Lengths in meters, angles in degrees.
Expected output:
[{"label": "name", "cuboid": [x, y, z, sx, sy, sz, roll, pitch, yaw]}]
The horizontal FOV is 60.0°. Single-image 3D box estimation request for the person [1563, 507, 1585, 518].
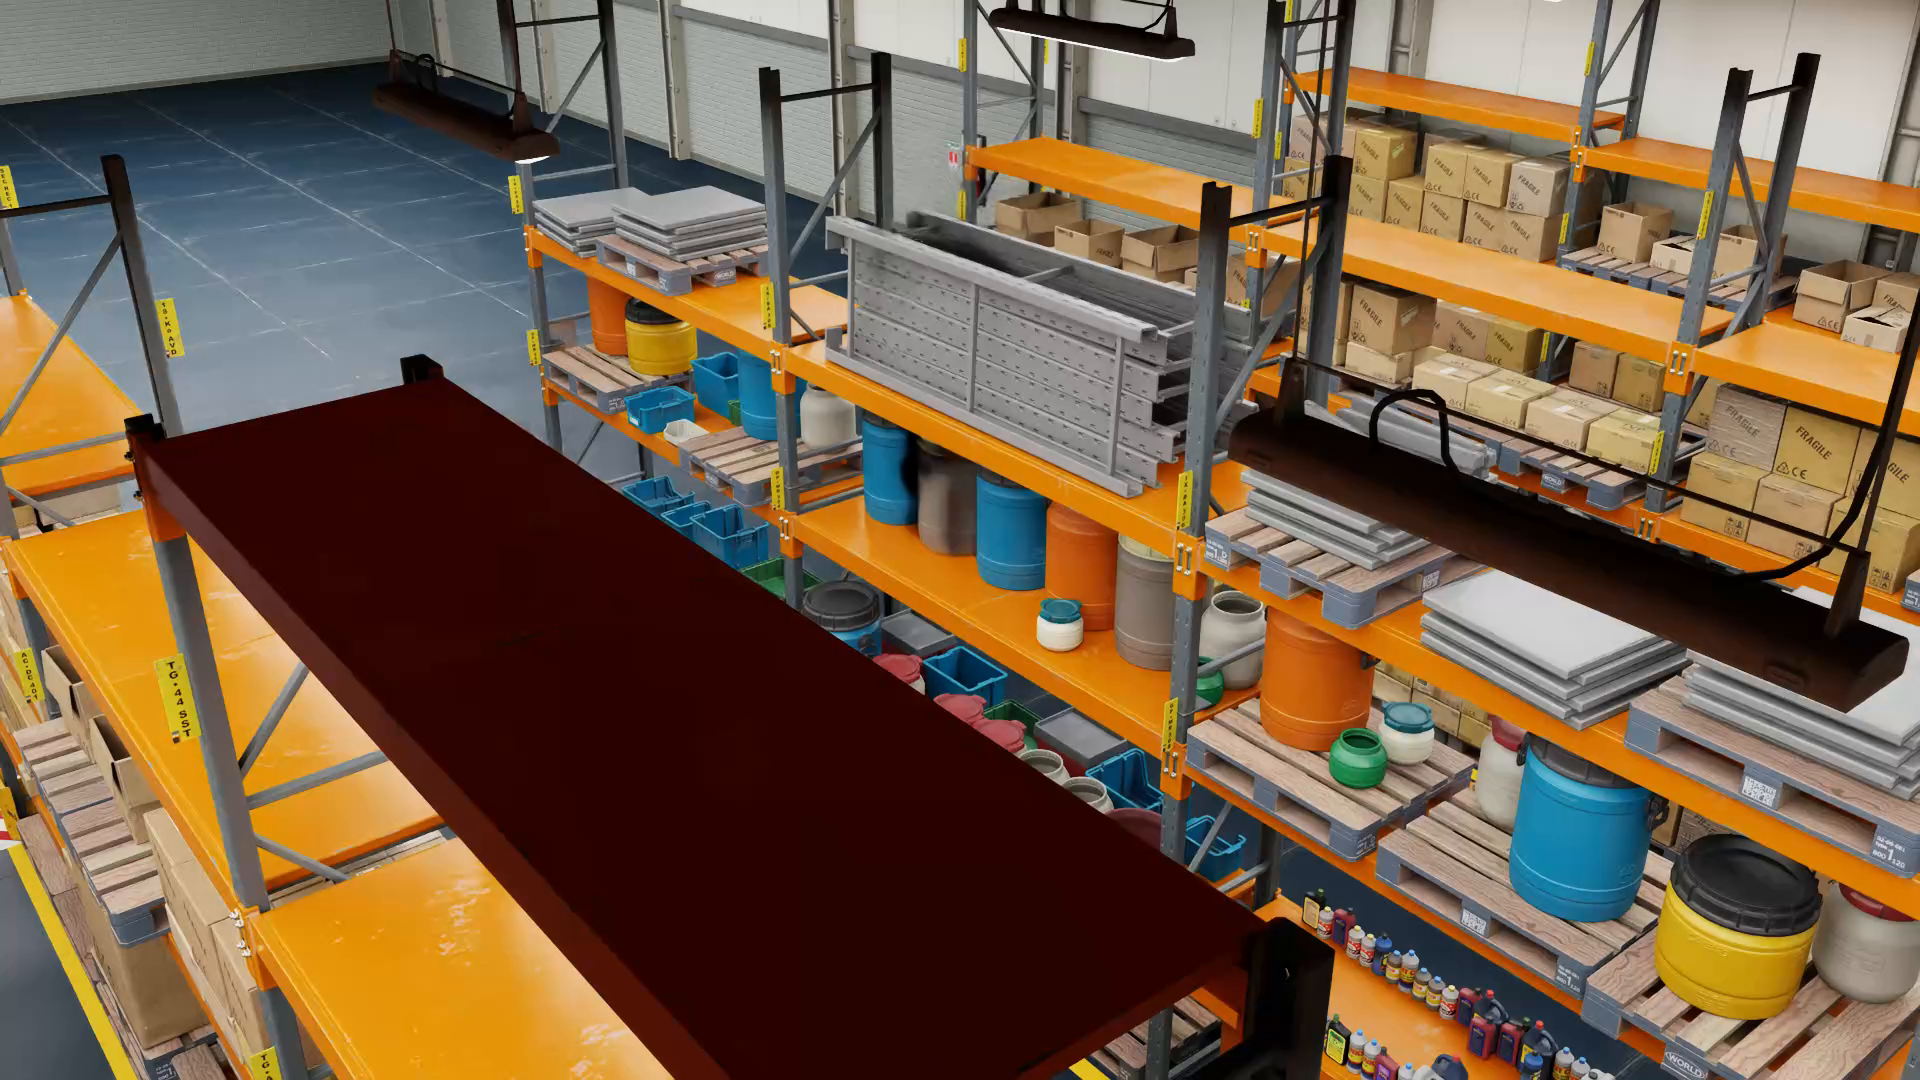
[{"label": "person", "cuboid": [5.550, 0.524, 15.291, 0.809, 1.726, 0.524, 22, 33, 37]}]
